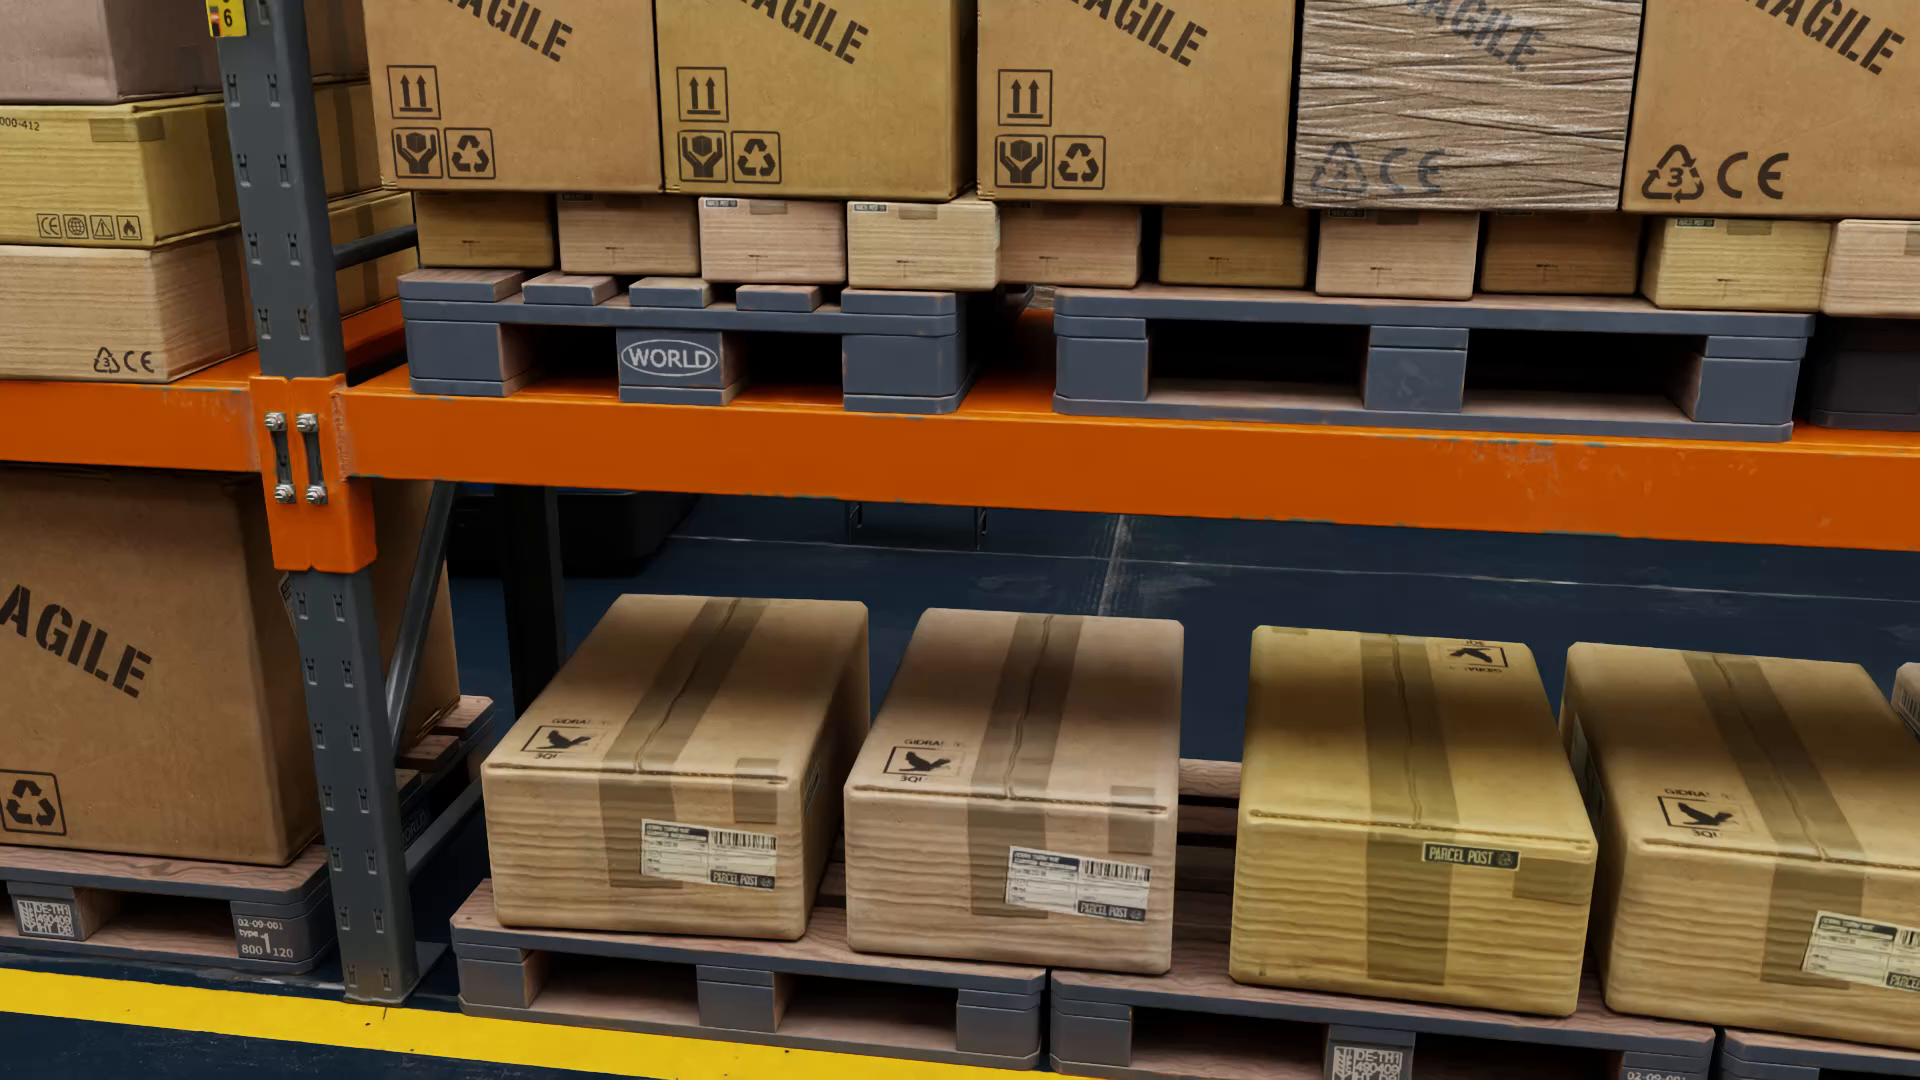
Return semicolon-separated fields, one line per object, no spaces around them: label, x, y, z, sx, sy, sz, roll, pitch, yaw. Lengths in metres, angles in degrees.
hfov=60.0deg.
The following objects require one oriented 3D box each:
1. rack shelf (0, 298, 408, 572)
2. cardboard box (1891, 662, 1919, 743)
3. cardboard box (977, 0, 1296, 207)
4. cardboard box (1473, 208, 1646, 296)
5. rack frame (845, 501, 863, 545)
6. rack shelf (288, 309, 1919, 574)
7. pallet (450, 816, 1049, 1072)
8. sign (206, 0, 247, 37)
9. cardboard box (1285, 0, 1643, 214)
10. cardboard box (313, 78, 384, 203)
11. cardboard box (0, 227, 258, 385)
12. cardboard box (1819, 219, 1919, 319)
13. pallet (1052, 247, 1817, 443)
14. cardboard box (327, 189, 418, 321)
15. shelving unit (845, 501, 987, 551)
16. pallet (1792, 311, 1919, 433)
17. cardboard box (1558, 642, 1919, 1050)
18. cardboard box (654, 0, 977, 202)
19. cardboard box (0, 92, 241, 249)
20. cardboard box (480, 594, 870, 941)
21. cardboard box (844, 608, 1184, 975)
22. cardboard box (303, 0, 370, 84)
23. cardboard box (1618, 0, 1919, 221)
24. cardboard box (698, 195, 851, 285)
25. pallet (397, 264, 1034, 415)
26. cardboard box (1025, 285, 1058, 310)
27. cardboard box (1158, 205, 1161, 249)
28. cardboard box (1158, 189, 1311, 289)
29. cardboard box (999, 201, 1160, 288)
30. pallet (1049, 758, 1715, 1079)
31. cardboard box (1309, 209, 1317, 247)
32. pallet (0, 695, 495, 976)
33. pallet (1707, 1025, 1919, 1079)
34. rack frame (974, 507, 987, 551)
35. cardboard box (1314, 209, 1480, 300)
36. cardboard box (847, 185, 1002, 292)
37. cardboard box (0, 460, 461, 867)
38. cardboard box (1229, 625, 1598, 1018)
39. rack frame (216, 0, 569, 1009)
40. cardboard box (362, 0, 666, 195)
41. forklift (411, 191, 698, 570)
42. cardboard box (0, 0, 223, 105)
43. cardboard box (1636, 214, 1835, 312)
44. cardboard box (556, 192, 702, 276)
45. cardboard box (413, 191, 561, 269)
rack shelf;-3.107;-0.377;3.837;4.000;0.370;1.077;3;19;9
cardboard box;2.299;0.605;3.247;0.625;0.372;0.950;3;19;9
cardboard box;0.316;-0.862;2.863;0.500;0.500;0.500;3;19;10
cardboard box;1.017;-0.537;2.915;0.250;0.149;0.380;2;19;7
rack frame;-0.404;-0.590;6.174;0.015;1.200;0.240;3;19;9
rack shelf;0.843;-0.176;3.235;4.000;0.370;1.077;3;19;9
pallet;-0.361;0.744;3.746;1.213;0.211;1.003;3;19;9
sign;-1.217;-0.993;2.718;0.005;0.325;0.100;3;19;9
cardboard box;0.809;-0.834;2.780;0.500;0.500;0.500;2;19;7
cardboard box;-1.593;-0.887;3.674;0.500;0.250;0.500;3;19;8
cardboard box;-1.673;-0.491;3.279;0.500;0.250;0.500;2;19;7
cardboard box;1.496;-0.468;2.709;0.250;0.149;0.380;3;19;9
pallet;0.829;-0.440;3.193;1.213;0.211;1.003;3;19;9
cardboard box;-1.575;-0.650;3.755;0.500;0.250;0.500;3;19;8
shelving unit;-0.163;-0.577;6.138;0.503;1.200;0.258;3;19;9
pallet;2.086;-0.409;3.102;1.213;0.211;1.003;3;19;9
cardboard box;1.589;0.570;3.352;0.625;0.372;0.950;4;19;12
cardboard box;-0.209;-0.886;2.936;0.500;0.500;0.500;4;19;11
cardboard box;-1.651;-0.728;3.201;0.500;0.250;0.500;3;19;8
cardboard box;-0.576;0.461;3.678;0.625;0.372;0.950;2;19;5
cardboard box;0.154;0.495;3.575;0.625;0.372;0.950;3;19;8
cardboard box;-1.580;-1.241;3.551;0.500;0.500;0.500;2;19;7
cardboard box;1.326;-0.808;2.702;0.500;0.500;0.500;4;19;11
cardboard box;-0.304;-0.570;3.014;0.250;0.149;0.380;2;19;5
pallet;-0.412;-0.524;3.445;1.003;0.211;1.213;3;19;9
cardboard box;0.265;-1.210;8.274;0.625;0.625;0.875;4;19;10
cardboard box;0.510;-0.689;3.368;0.250;0.149;0.380;3;19;9
cardboard box;0.500;-0.560;2.984;0.250;0.149;0.380;4;19;11
cardboard box;0.215;-0.562;2.990;0.250;0.149;0.380;4;19;12
pallet;0.840;0.807;3.560;1.213;0.211;1.003;3;19;9
cardboard box;0.771;-0.702;3.407;0.250;0.149;0.380;2;19;7
pallet;-1.899;0.641;4.054;1.213;0.211;1.003;3;19;9
pallet;2.048;0.867;3.379;1.213;0.211;1.003;3;19;9
rack frame;0.077;-0.565;6.101;0.015;1.200;0.240;3;19;9
cardboard box;0.747;-0.527;2.884;0.250;0.149;0.380;4;19;10
cardboard box;-0.036;-0.550;2.953;0.250;0.149;0.380;3;19;9
cardboard box;-1.801;0.130;3.874;0.875;0.875;0.875;3;19;8
cardboard box;0.902;0.535;3.455;0.625;0.372;0.950;4;19;10
rack frame;-1.132;-0.618;3.422;0.127;3.000;1.000;3;19;9
cardboard box;-0.725;-0.910;3.008;0.500;0.500;0.500;2;19;7
forklift;-2.574;-1.451;6.021;3.031;2.935;1.130;1;19;4
cardboard box;-1.684;-1.083;3.080;0.500;0.500;0.500;2;19;7
cardboard box;1.260;-0.492;2.779;0.250;0.149;0.380;3;19;9
cardboard box;-0.567;-0.598;3.098;0.250;0.149;0.380;2;19;5
cardboard box;-0.841;-0.623;3.172;0.250;0.149;0.380;2;19;5
